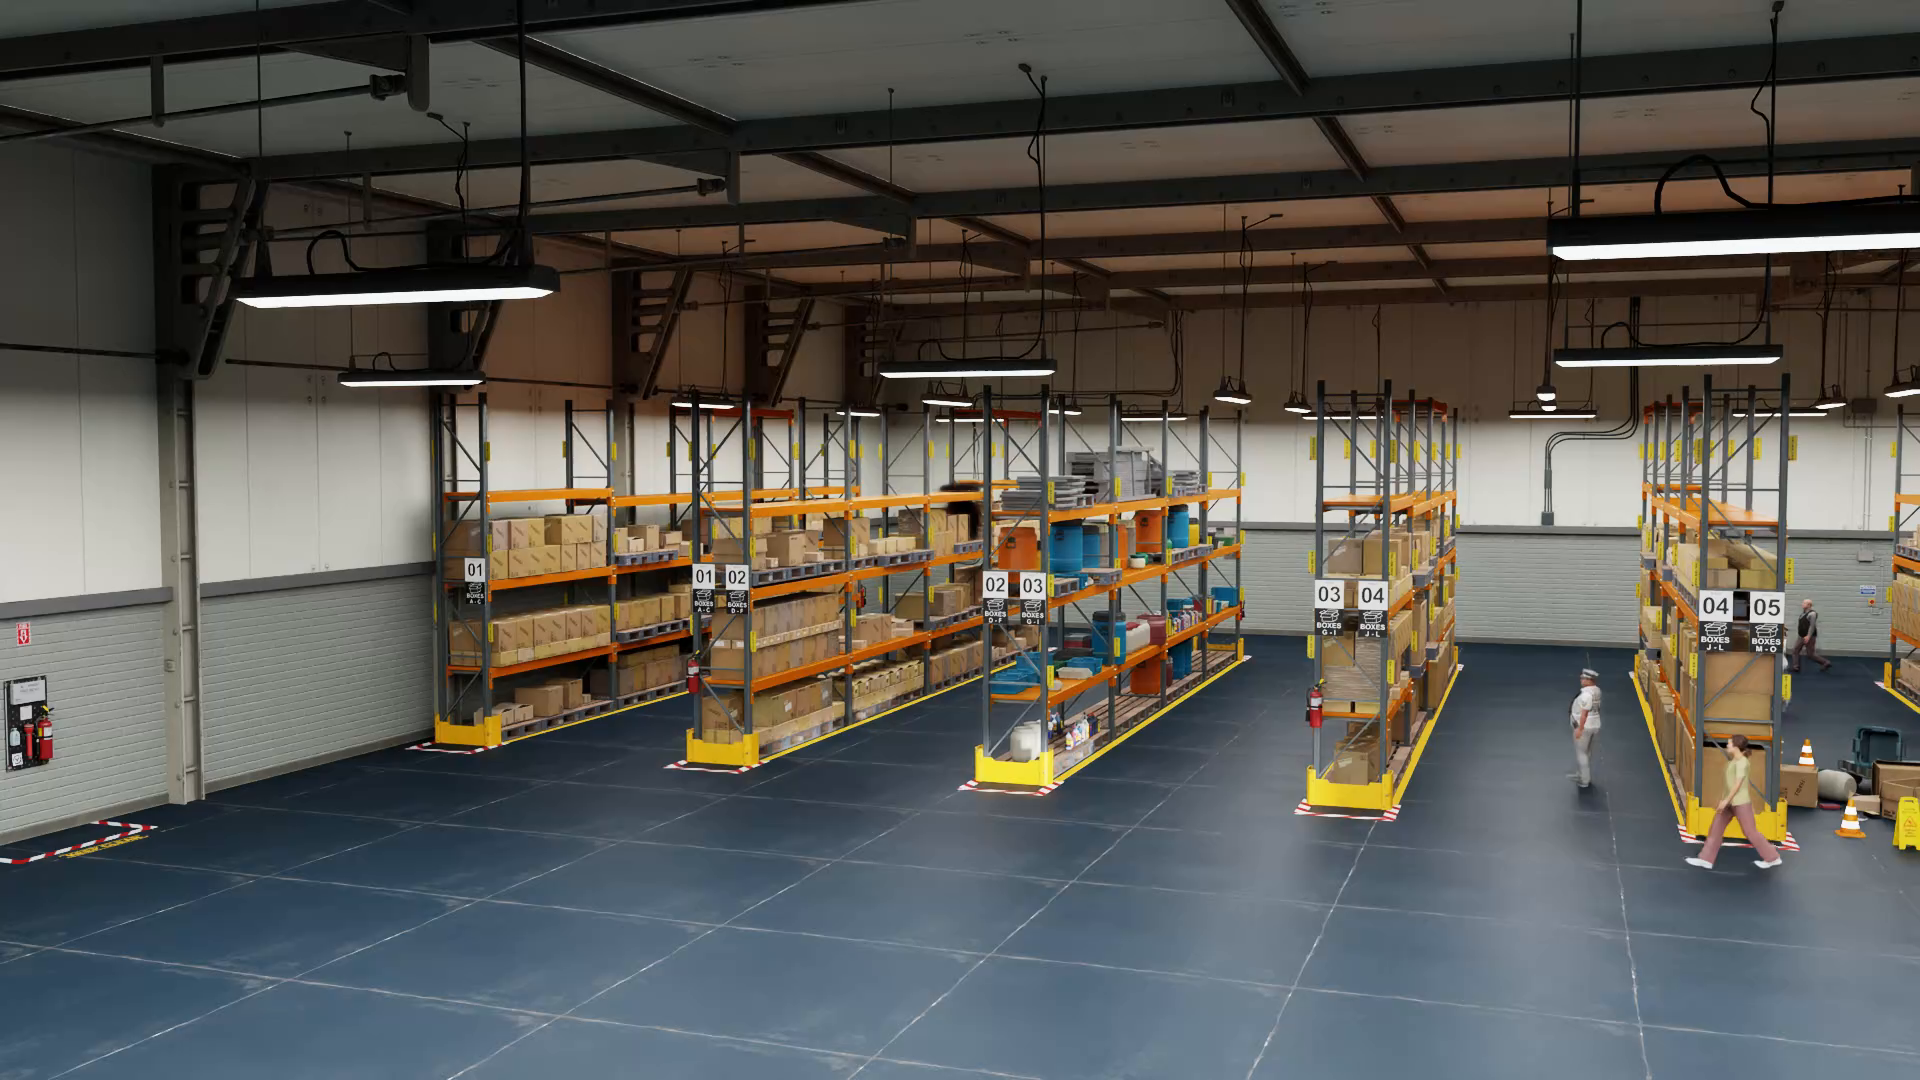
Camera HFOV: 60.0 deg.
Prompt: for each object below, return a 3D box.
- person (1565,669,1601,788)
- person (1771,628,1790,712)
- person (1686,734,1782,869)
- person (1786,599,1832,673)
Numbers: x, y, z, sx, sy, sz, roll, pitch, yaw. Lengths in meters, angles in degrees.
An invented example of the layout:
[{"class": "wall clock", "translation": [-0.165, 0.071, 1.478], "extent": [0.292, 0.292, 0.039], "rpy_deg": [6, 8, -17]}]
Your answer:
[{"class": "person", "translation": [9.320, 2.800, 25.000], "extent": [0.550, 1.765, 0.630], "rpy_deg": [-2, 4, -37]}, {"class": "person", "translation": [15.637, 2.450, 31.873], "extent": [0.523, 1.679, 0.428], "rpy_deg": [-2, 4, -35]}, {"class": "person", "translation": [9.248, 3.142, 19.814], "extent": [1.024, 1.602, 0.411], "rpy_deg": [0, 3, -1]}, {"class": "person", "translation": [19.057, 2.172, 37.332], "extent": [0.908, 1.665, 0.556], "rpy_deg": [0, 3, 5]}]
